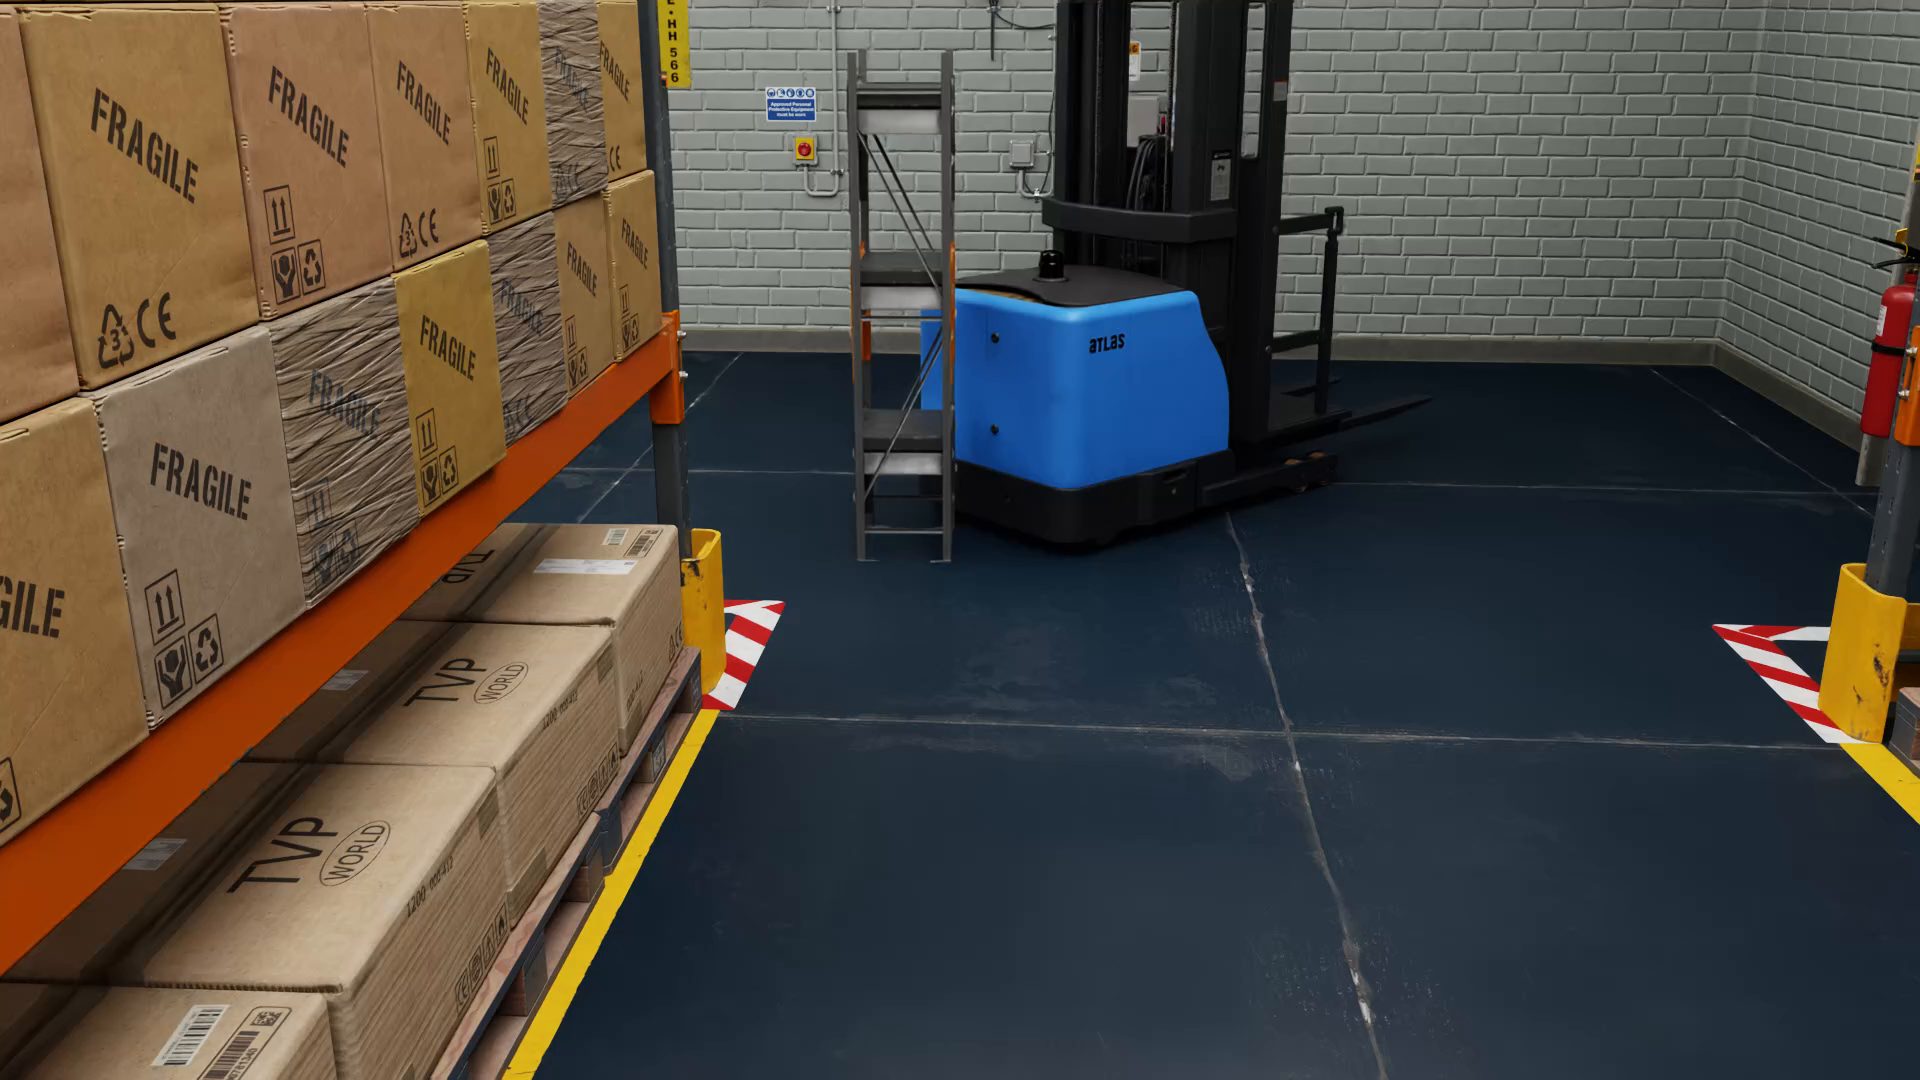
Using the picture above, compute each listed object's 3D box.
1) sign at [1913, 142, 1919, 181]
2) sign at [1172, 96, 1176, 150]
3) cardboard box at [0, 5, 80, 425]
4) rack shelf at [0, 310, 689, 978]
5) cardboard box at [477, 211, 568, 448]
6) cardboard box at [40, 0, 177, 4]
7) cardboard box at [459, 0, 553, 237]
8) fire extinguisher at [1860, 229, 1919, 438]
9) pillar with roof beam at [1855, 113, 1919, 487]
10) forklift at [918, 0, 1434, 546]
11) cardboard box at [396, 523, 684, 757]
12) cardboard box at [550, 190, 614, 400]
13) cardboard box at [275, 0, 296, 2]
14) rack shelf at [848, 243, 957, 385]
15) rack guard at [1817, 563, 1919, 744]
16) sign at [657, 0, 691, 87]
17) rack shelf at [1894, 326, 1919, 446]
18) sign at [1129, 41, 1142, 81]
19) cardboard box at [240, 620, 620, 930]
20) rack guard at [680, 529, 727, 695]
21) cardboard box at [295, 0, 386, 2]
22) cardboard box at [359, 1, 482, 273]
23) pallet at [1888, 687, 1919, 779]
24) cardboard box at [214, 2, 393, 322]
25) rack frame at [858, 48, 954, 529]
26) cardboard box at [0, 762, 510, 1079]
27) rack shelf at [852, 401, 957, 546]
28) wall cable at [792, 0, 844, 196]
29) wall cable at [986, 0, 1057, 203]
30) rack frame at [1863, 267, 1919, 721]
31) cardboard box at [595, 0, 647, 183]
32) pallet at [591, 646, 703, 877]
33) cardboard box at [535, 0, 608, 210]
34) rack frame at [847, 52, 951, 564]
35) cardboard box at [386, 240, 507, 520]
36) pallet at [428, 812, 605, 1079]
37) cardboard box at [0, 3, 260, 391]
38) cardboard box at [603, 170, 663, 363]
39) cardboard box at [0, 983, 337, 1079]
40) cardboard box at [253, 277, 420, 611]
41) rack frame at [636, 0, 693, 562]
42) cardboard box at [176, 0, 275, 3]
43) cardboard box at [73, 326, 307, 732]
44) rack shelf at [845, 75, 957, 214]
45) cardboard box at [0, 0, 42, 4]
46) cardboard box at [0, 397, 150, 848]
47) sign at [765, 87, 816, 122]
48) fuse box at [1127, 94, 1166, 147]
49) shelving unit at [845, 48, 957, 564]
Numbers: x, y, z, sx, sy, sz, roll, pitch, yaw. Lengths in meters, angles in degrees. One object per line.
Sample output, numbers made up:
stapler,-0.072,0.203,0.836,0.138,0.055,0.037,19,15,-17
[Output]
sign,2.970,-1.254,5.042,0.100,0.325,0.005,1,18,4
sign,1.534,-2.608,10.717,0.329,0.494,0.001,1,18,4
cardboard box,-1.450,-0.363,1.947,0.500,0.500,0.500,1,18,4
rack shelf,-1.583,0.023,3.691,1.077,0.370,4.000,1,18,4
cardboard box,-1.288,-0.516,4.021,0.500,0.500,0.500,2,18,6
cardboard box,-1.387,-0.857,2.413,0.380,0.149,0.250,1,18,4
cardboard box,-1.283,-0.991,3.864,0.500,0.500,0.500,1,18,4
fire extinguisher,3.061,-0.672,5.381,0.296,0.674,0.183,1,18,4
pillar with roof beam,0.310,-4.595,6.993,9.100,9.000,0.400,1,18,4
forklift,1.241,-1.730,7.996,3.031,2.935,1.130,-15,24,-39
cardboard box,-1.387,0.285,5.176,0.875,0.438,0.875,1,18,2
cardboard box,-1.261,-0.676,4.509,0.500,0.500,0.500,1,18,3
cardboard box,-1.403,-1.019,2.906,0.380,0.149,0.250,1,18,4
rack shelf,-0.233,-0.962,7.031,0.431,0.518,0.480,0,18,1
rack guard,3.506,0.381,5.457,1.175,0.500,0.348,1,18,4
sign,-0.899,-1.586,5.207,0.100,0.325,0.005,1,18,4
rack shelf,3.368,0.133,3.356,1.077,0.370,4.000,1,18,4
sign,0.986,-3.058,10.611,0.339,0.242,0.001,1,18,4
cardboard box,-1.444,0.570,4.308,0.875,0.438,0.875,2,18,5
rack guard,-1.438,0.240,5.886,1.175,0.500,0.348,1,18,4
cardboard box,-1.317,-1.093,3.135,0.380,0.149,0.250,1,18,4
cardboard box,-1.321,-0.835,3.388,0.500,0.500,0.500,1,18,4
pallet,3.450,0.766,4.746,1.003,0.211,1.213,1,18,4
cardboard box,-1.360,-0.678,2.910,0.500,0.500,0.500,2,18,5
rack frame,-0.226,-1.051,7.258,0.400,2.100,0.015,0,18,1
cardboard box,-1.511,0.850,3.453,0.875,0.438,0.875,1,18,2
rack shelf,-0.233,-0.297,7.249,0.431,0.518,0.480,0,18,1
wall cable,-1.059,-3.189,10.658,0.585,1.953,0.123,1,18,4
wall cable,0.357,-3.147,10.577,0.588,1.984,0.122,1,18,4
rack frame,3.512,-0.830,5.140,1.000,3.000,0.127,1,18,4
cardboard box,-1.237,-1.308,4.830,0.500,0.500,0.500,2,18,6
pallet,-1.419,0.635,5.145,1.003,0.211,1.213,1,18,4
cardboard box,-1.245,-1.145,4.333,0.500,0.500,0.500,1,18,4
rack frame,-0.239,-0.899,6.795,0.400,2.100,0.015,0,18,1
cardboard box,-1.312,-0.356,3.530,0.500,0.500,0.500,2,18,6
pallet,-1.509,1.013,3.992,1.003,0.211,1.213,1,18,4
cardboard box,-1.408,-0.520,2.425,0.500,0.500,0.500,1,18,3
cardboard box,-1.210,-0.832,4.984,0.500,0.500,0.500,1,18,4
cardboard box,-1.574,1.128,2.604,0.875,0.438,0.875,1,18,3
cardboard box,-1.349,-0.196,3.042,0.500,0.500,0.500,1,18,4
rack frame,-1.439,-0.940,5.474,1.000,3.000,0.127,1,18,4
cardboard box,-1.339,-0.939,2.663,0.380,0.149,0.250,1,18,2
cardboard box,-1.391,-0.041,2.571,0.500,0.500,0.500,1,18,4
rack shelf,-0.233,-1.627,6.813,0.431,0.518,0.480,0,18,1
cardboard box,-1.466,-0.781,2.182,0.380,0.149,0.250,1,18,3
cardboard box,-1.431,0.115,2.094,0.500,0.500,0.500,2,18,6
sign,-1.102,-2.840,10.840,0.327,0.218,0.001,1,18,4
fuse box,1.026,-1.987,10.740,0.539,1.711,0.414,1,18,4
shelving unit,-0.233,-0.975,7.026,0.431,2.100,0.503,0,18,1
